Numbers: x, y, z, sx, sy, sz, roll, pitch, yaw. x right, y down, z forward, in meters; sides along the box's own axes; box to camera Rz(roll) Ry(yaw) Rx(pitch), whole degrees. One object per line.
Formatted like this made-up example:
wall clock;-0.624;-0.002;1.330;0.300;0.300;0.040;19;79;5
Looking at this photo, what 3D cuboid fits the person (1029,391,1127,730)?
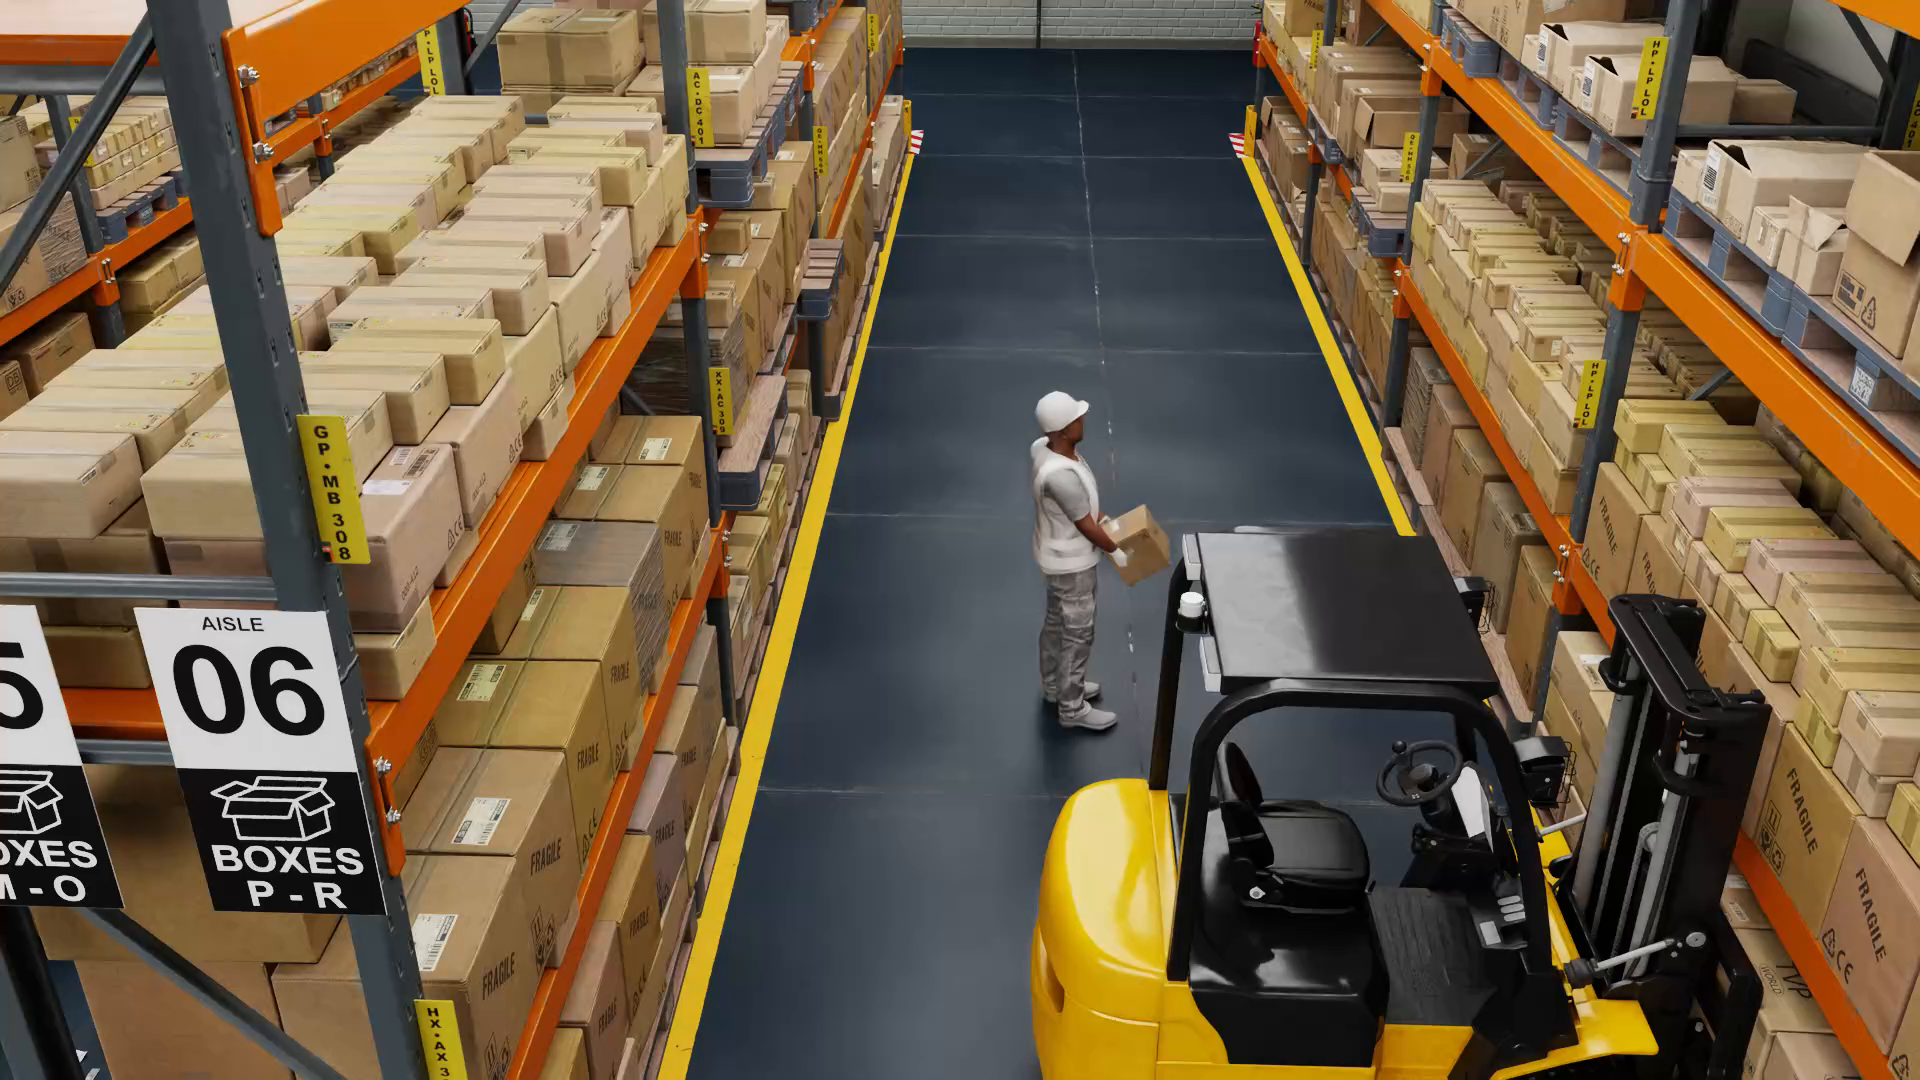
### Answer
person;0.623;0.087;8.430;0.558;1.788;0.532;-3;28;-5
